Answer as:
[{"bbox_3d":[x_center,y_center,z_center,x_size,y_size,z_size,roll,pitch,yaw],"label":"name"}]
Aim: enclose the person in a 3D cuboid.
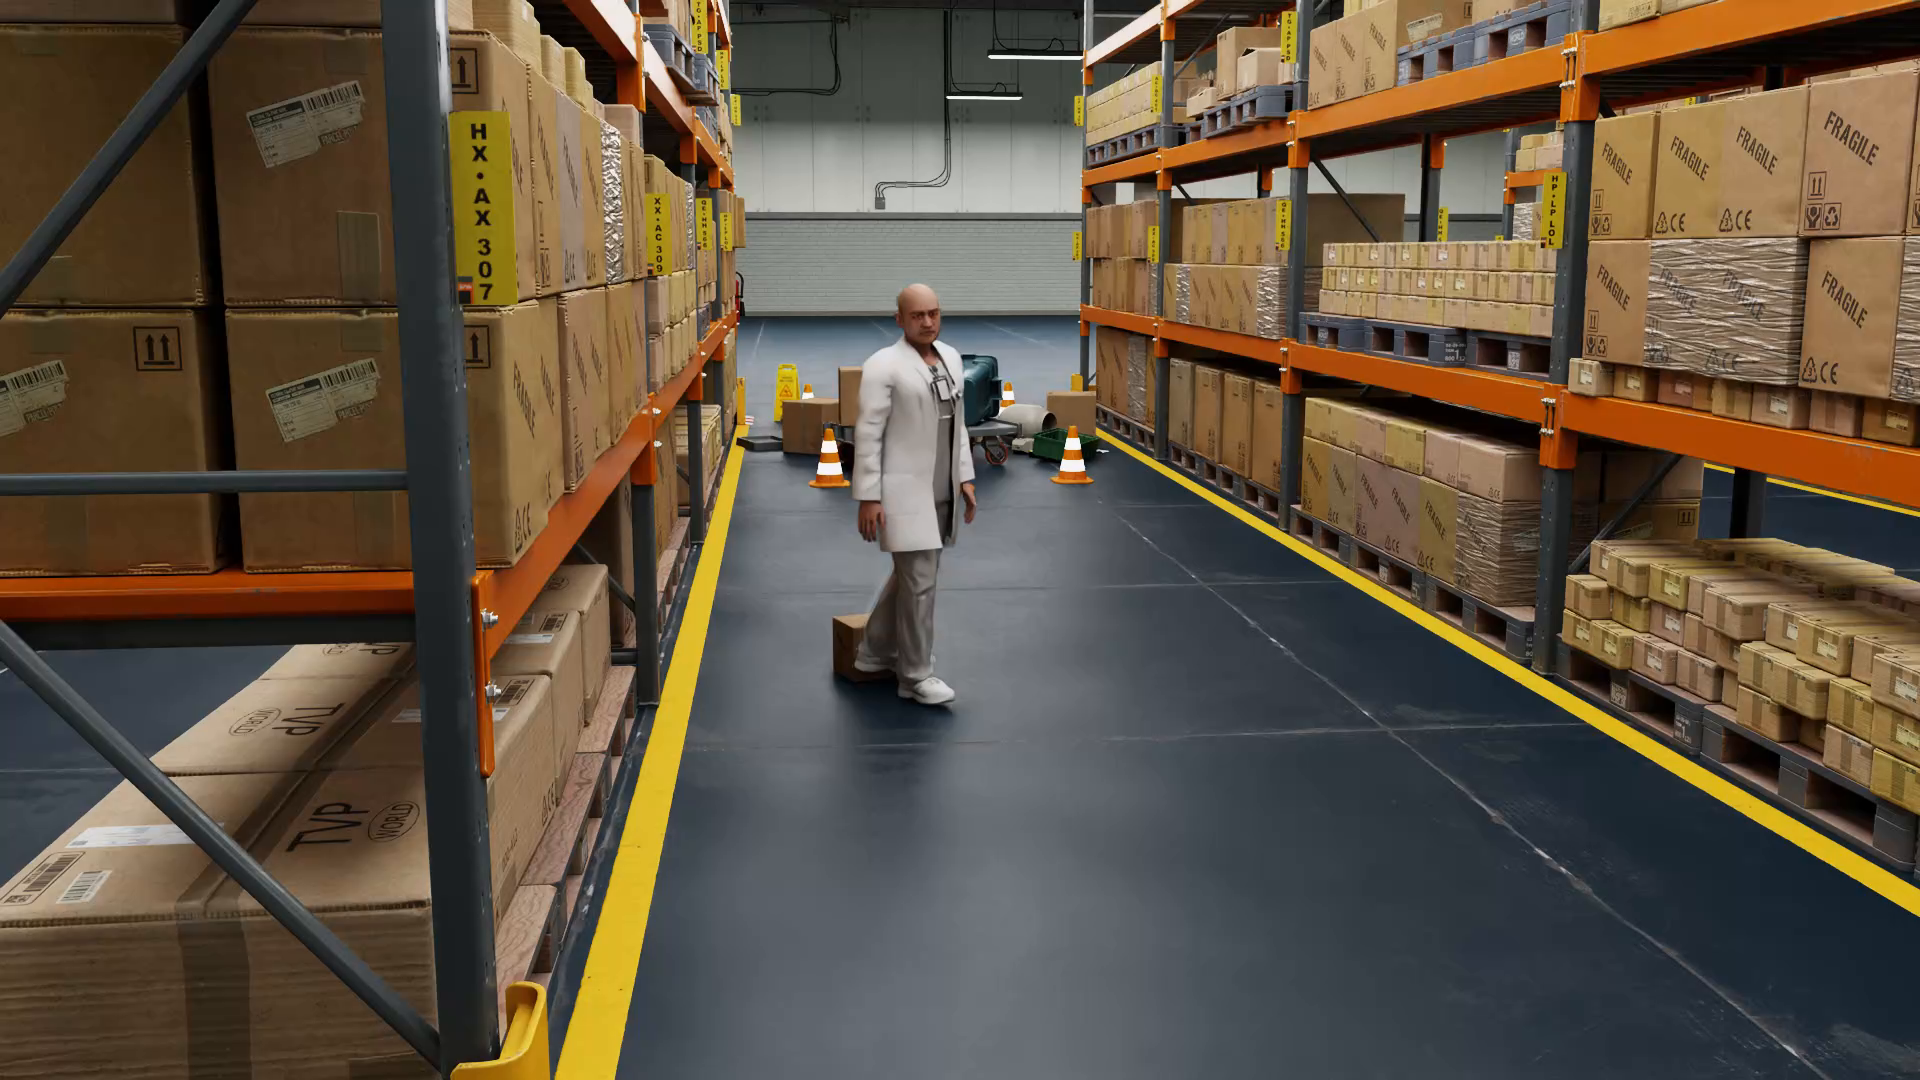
[{"bbox_3d":[-0.229,-0.202,7.106,0.665,1.769,0.606,8,12,38],"label":"person"}]
